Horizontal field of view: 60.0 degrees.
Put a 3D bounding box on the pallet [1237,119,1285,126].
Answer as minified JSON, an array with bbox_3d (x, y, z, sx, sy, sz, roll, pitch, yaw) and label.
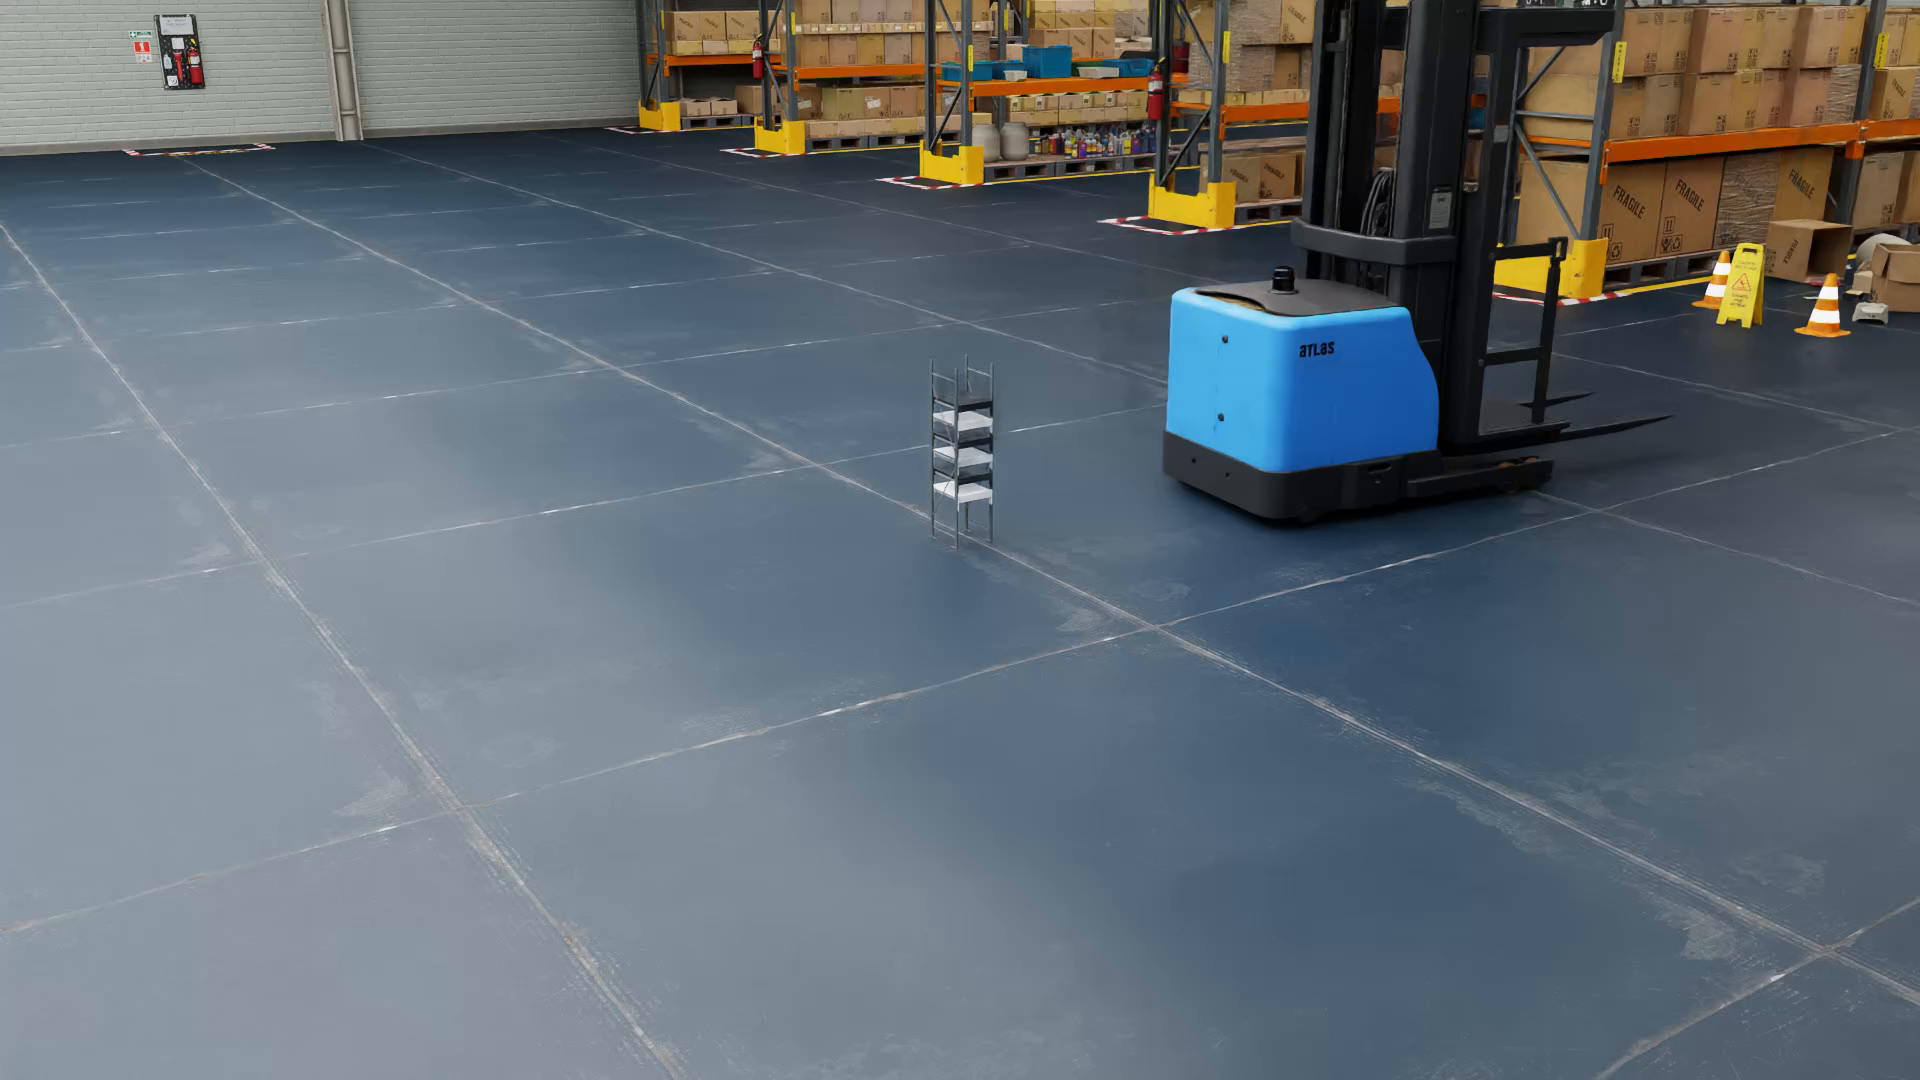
[{"bbox_3d":[5.465,-8.114,31.915,1.213,0.211,1.003,-12,22,-31],"label":"pallet"}]

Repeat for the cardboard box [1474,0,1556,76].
[{"bbox_3d":[6.647,-6.331,20.694,1.000,1.000,1.000,-12,22,-31],"label":"cardboard box"}]

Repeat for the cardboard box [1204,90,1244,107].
[{"bbox_3d":[2.935,-4.908,18.470,0.250,0.149,0.380,-12,22,-31],"label":"cardboard box"}]

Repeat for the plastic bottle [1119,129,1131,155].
[{"bbox_3d":[2.373,-5.742,23.995,0.185,0.351,0.144,-12,22,-32],"label":"plastic bottle"}]

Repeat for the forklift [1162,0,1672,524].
[{"bbox_3d":[2.660,-1.782,8.940,3.031,2.935,1.130,-9,21,-25],"label":"forklift"}]

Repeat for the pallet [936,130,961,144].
[{"bbox_3d":[-0.226,-6.945,28.459,1.213,0.211,1.003,-12,22,-31],"label":"pallet"}]

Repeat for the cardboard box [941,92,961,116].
[{"bbox_3d":[-0.230,-7.422,27.981,0.500,0.500,0.500,-12,22,-31],"label":"cardboard box"}]

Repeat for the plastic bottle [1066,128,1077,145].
[{"bbox_3d":[1.612,-5.851,24.318,0.185,0.351,0.144,-11,22,-29],"label":"plastic bottle"}]

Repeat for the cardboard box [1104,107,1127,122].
[{"bbox_3d":[2.647,-7.659,29.853,0.500,0.250,0.500,-11,22,-30],"label":"cardboard box"}]

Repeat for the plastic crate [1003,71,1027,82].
[{"bbox_3d":[0.766,-6.312,22.643,0.250,0.136,0.298,-12,22,-31],"label":"plastic crate"}]

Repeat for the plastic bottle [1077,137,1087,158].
[{"bbox_3d":[1.727,-5.558,23.555,0.133,0.283,0.061,-11,22,-31],"label":"plastic bottle"}]

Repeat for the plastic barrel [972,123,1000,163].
[{"bbox_3d":[0.350,-5.522,23.123,0.421,0.512,0.421,0,19,0],"label":"plastic barrel"}]

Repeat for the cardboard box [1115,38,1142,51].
[{"bbox_3d":[2.949,-8.952,30.179,0.500,0.311,0.500,-12,22,-32],"label":"cardboard box"}]

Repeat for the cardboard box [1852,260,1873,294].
[{"bbox_3d":[8.128,-2.310,14.662,0.258,0.266,0.396,-8,20,-22],"label":"cardboard box"}]

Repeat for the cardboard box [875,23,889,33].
[{"bbox_3d":[-1.358,-8.284,26.897,0.250,0.149,0.380,-12,22,-32],"label":"cardboard box"}]

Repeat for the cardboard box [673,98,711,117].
[{"bbox_3d":[-4.979,-8.048,30.877,0.500,0.311,0.500,-15,24,-37],"label":"cardboard box"}]

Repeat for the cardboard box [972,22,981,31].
[{"bbox_3d":[0.145,-8.602,27.836,0.250,0.149,0.380,-12,22,-33],"label":"cardboard box"}]

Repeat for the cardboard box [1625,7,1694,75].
[{"bbox_3d":[5.949,-4.455,14.818,0.550,0.550,0.875,-12,22,-31],"label":"cardboard box"}]

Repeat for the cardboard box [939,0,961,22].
[{"bbox_3d":[-0.327,-8.888,27.670,0.500,0.500,0.700,-12,22,-32],"label":"cardboard box"}]

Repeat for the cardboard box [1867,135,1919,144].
[{"bbox_3d":[10.605,-4.000,18.250,0.750,0.750,1.050,-12,22,-31],"label":"cardboard box"}]

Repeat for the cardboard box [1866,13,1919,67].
[{"bbox_3d":[9.390,-5.102,16.934,0.500,0.500,0.700,-12,22,-32],"label":"cardboard box"}]

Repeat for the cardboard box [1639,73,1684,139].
[{"bbox_3d":[5.942,-3.947,15.002,0.550,0.550,0.875,-12,22,-31],"label":"cardboard box"}]

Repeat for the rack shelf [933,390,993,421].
[{"bbox_3d":[0.007,-0.652,8.029,0.200,0.077,0.258,-12,22,-31],"label":"rack shelf"}]

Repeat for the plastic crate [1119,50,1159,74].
[{"bbox_3d":[2.676,-6.982,24.311,0.504,0.338,0.767,-12,22,-31],"label":"plastic crate"}]

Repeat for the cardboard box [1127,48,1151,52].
[{"bbox_3d":[3.203,-8.748,29.831,0.250,0.149,0.380,-12,22,-31],"label":"cardboard box"}]

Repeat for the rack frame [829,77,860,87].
[{"bbox_3d":[-2.266,-9.720,32.311,0.127,3.000,1.000,-12,22,-31],"label":"rack frame"}]

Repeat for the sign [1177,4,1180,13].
[{"bbox_3d":[4.722,-11.496,35.882,0.005,0.325,0.100,-12,22,-31],"label":"sign"}]

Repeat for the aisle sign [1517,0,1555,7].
[{"bbox_3d":[4.985,-4.995,14.277,0.004,0.787,0.394,-12,22,-31],"label":"aisle sign"}]

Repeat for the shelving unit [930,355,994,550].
[{"bbox_3d":[0.007,-0.428,8.105,0.210,0.900,0.258,-12,22,-31],"label":"shelving unit"}]

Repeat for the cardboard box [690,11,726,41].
[{"bbox_3d":[-4.624,-9.397,30.388,0.500,0.500,0.500,-12,22,-31],"label":"cardboard box"}]

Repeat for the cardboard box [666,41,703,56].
[{"bbox_3d":[-5.025,-8.954,30.251,0.500,0.250,0.500,-13,22,-33],"label":"cardboard box"}]

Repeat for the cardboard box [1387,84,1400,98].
[{"bbox_3d":[5.004,-5.357,19.800,0.250,0.149,0.380,-12,22,-31],"label":"cardboard box"}]

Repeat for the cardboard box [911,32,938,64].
[{"bbox_3d":[-0.764,-8.181,27.603,0.500,0.500,0.700,-12,22,-31],"label":"cardboard box"}]

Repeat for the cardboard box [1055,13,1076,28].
[{"bbox_3d":[2.064,-10.729,34.644,0.500,0.500,0.500,-11,22,-30],"label":"cardboard box"}]

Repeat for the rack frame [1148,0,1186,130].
[{"bbox_3d":[3.802,-9.100,30.478,0.127,3.000,1.000,-12,22,-31],"label":"rack frame"}]

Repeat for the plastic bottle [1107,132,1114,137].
[{"bbox_3d":[2.226,-5.897,24.576,0.097,0.271,0.097,0,19,0],"label":"plastic bottle"}]

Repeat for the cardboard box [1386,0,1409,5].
[{"bbox_3d":[4.847,-6.078,19.357,0.500,0.500,0.500,-12,22,-31],"label":"cardboard box"}]

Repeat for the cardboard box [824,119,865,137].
[{"bbox_3d":[-1.893,-6.711,27.050,0.500,0.250,0.500,-12,22,-31],"label":"cardboard box"}]

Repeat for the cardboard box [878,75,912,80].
[{"bbox_3d":[-1.294,-9.312,33.150,0.500,0.250,0.500,-12,22,-33],"label":"cardboard box"}]

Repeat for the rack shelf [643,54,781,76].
[{"bbox_3d":[-3.936,-9.027,31.384,4.000,0.370,1.077,-12,22,-31],"label":"rack shelf"}]

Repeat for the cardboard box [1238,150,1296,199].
[{"bbox_3d":[3.577,-4.275,19.454,0.500,0.500,0.500,-6,20,-17],"label":"cardboard box"}]

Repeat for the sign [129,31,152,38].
[{"bbox_3d":[-13.104,-8.084,26.591,0.331,0.109,0.001,-12,22,-31],"label":"sign"}]

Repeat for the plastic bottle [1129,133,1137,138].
[{"bbox_3d":[2.541,-5.799,24.279,0.135,0.276,0.152,-12,22,-31],"label":"plastic bottle"}]

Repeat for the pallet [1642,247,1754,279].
[{"bbox_3d":[6.852,-2.750,16.050,1.213,0.211,1.003,-12,22,-31],"label":"pallet"}]

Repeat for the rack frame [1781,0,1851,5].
[{"bbox_3d":[12.588,-7.154,24.722,0.127,3.000,1.000,-12,22,-31],"label":"rack frame"}]

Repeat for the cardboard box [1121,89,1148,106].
[{"bbox_3d":[3.070,-8.010,30.018,0.500,0.311,0.500,-12,22,-32],"label":"cardboard box"}]
